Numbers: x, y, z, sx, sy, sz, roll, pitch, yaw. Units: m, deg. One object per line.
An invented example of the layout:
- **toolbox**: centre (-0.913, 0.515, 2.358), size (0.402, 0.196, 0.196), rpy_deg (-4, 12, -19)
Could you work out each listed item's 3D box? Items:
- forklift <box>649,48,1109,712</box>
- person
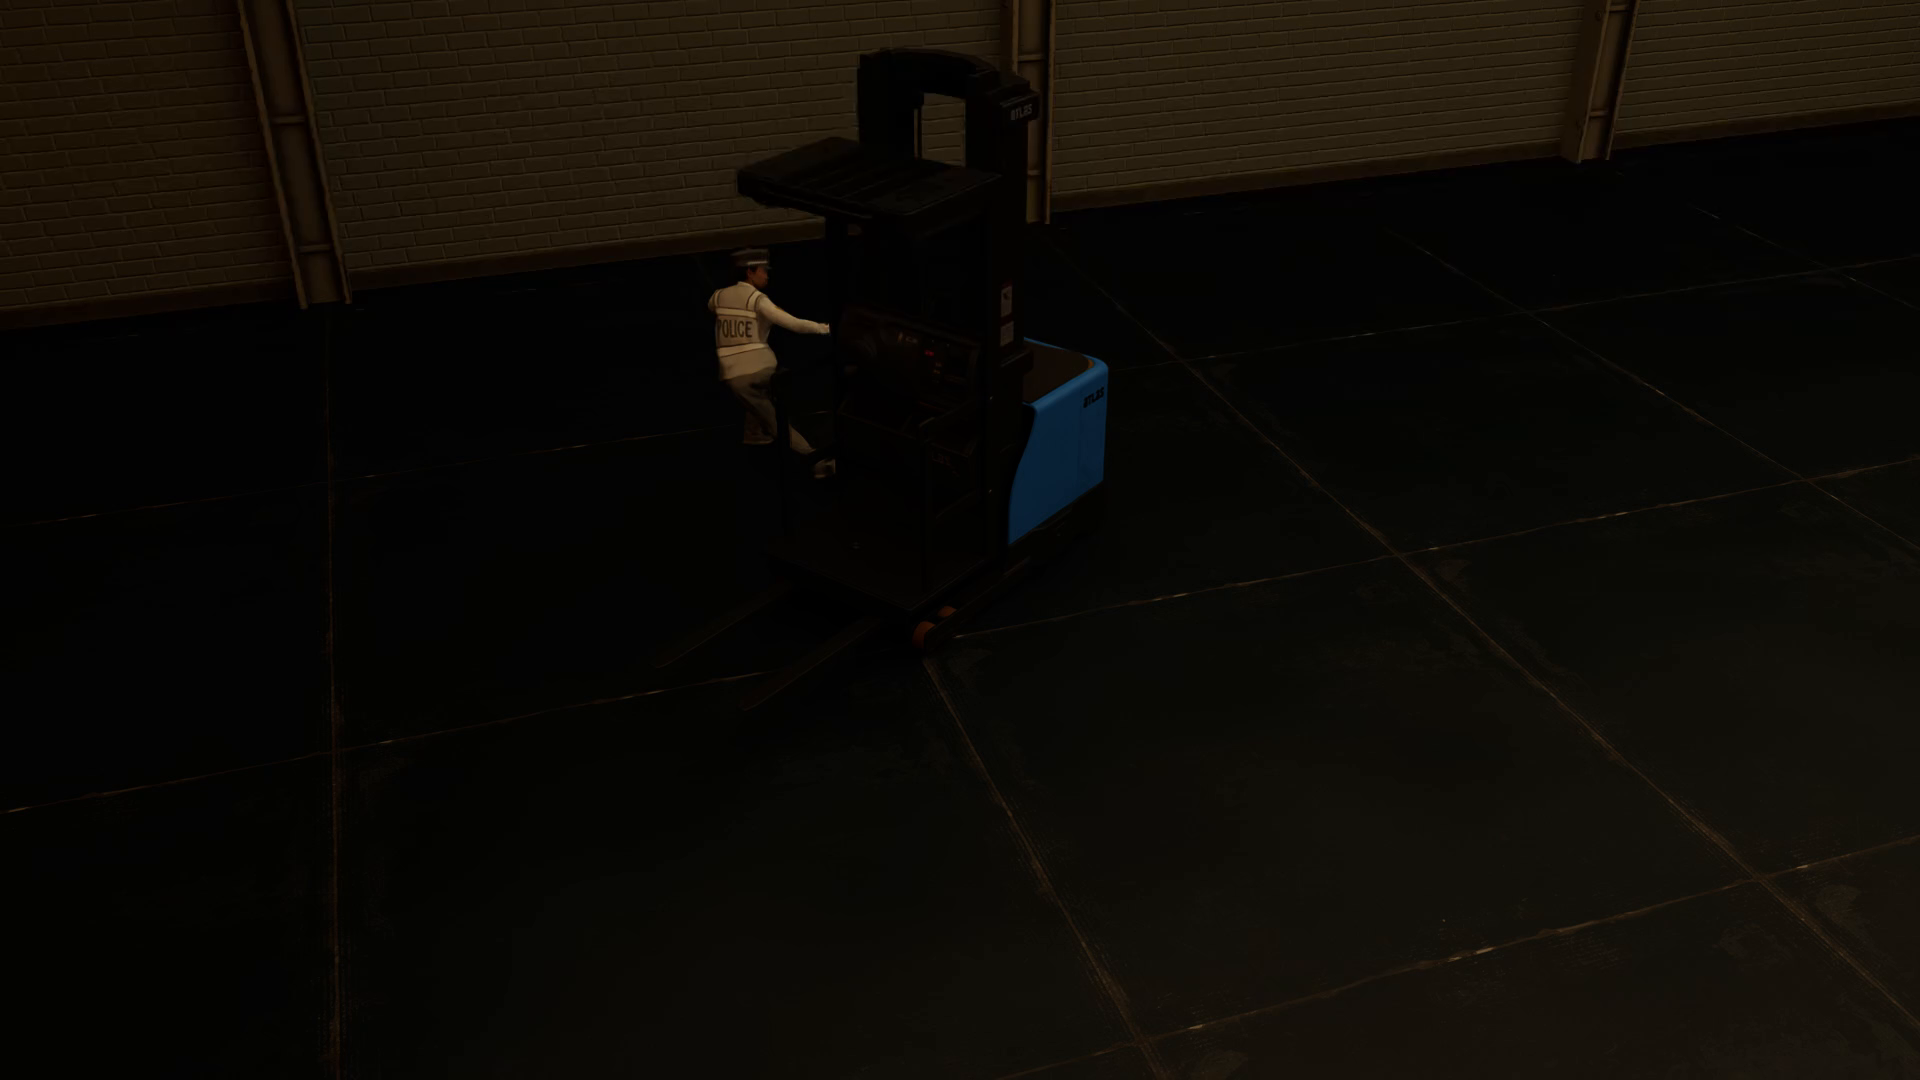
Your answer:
- **forklift**: centre (-0.408, -0.943, 8.726), size (1.130, 2.935, 3.031), rpy_deg (21, 36, 32)
- **person**: centre (-1.164, -1.162, 10.618), size (0.889, 1.458, 0.963), rpy_deg (0, 30, 0)
